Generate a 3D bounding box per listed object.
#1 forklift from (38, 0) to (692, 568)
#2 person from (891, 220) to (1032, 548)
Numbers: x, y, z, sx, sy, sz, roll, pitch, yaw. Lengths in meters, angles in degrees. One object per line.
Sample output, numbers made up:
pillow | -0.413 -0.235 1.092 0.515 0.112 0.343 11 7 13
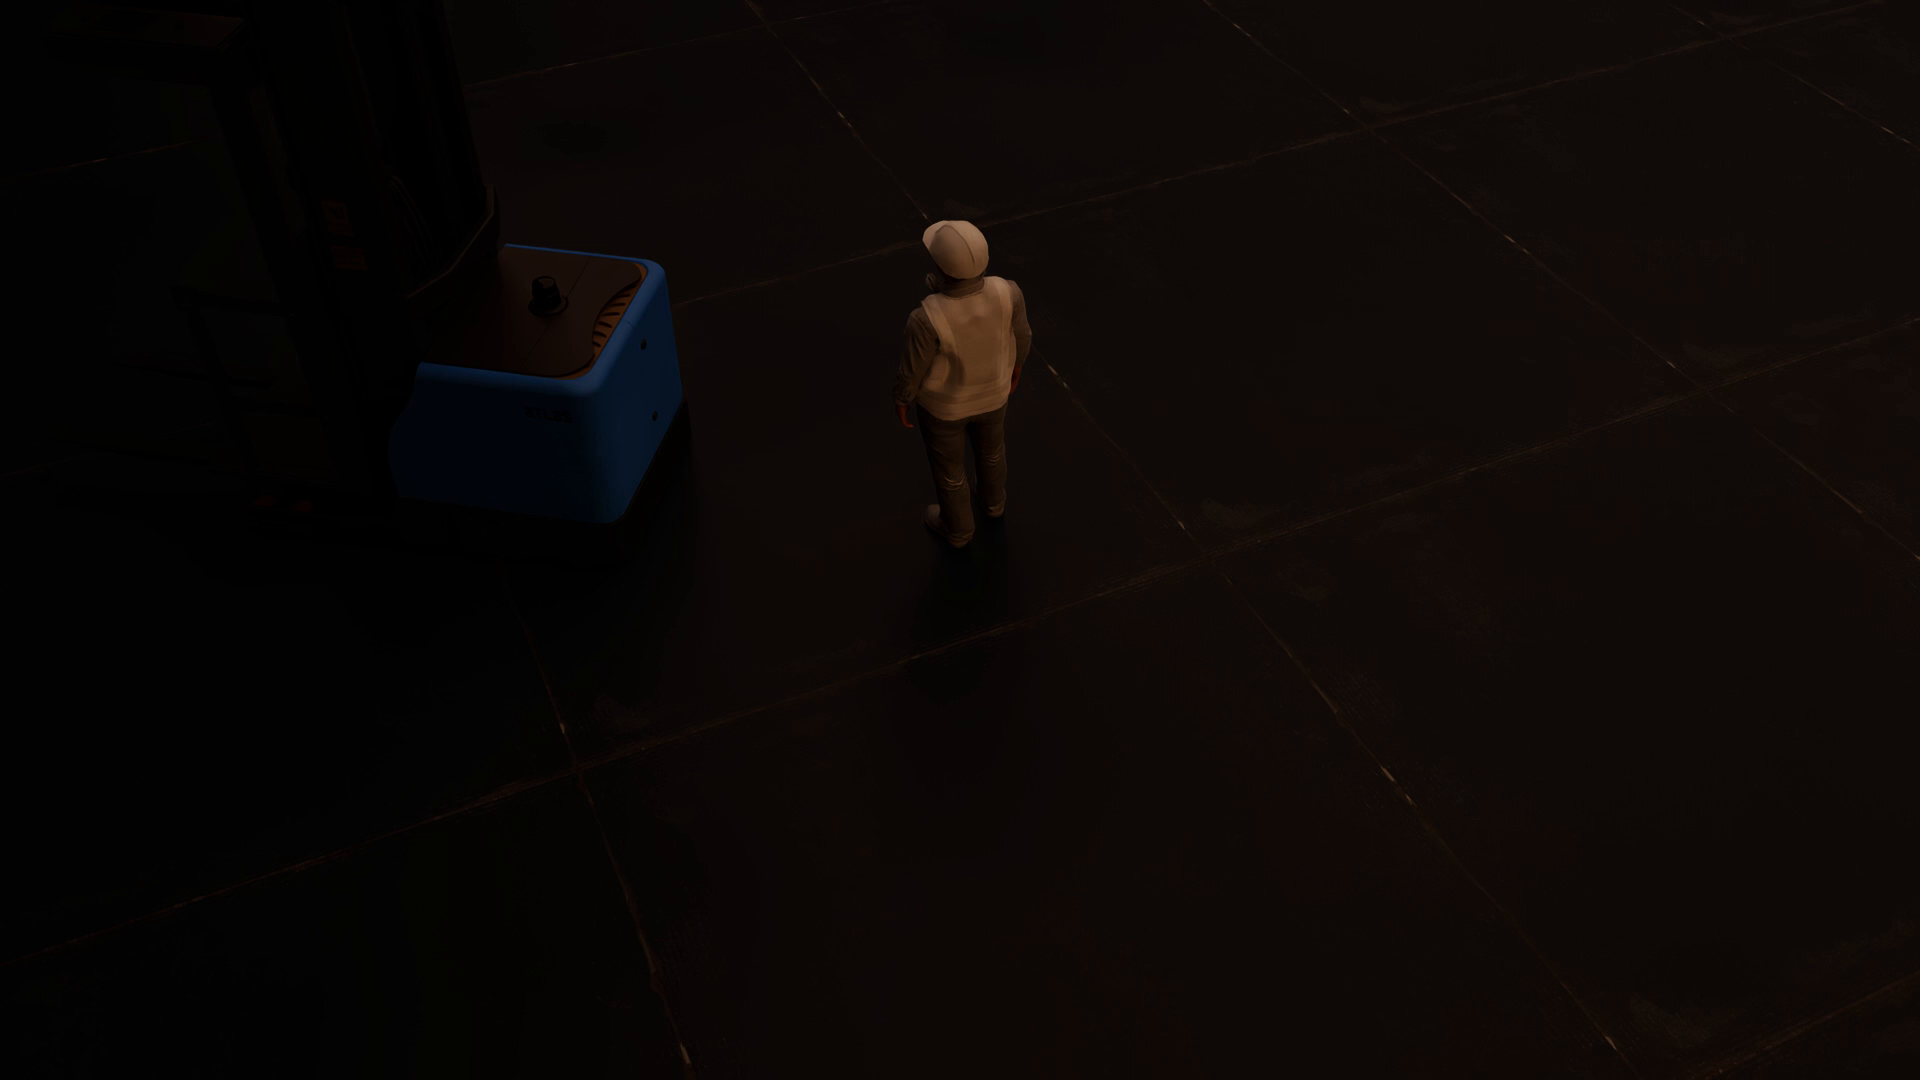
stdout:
forklift | -2.906 -1.443 7.226 3.031 2.935 1.130 8 44 8
person | -0.021 -0.695 7.263 0.634 1.776 0.565 -18 46 -18
